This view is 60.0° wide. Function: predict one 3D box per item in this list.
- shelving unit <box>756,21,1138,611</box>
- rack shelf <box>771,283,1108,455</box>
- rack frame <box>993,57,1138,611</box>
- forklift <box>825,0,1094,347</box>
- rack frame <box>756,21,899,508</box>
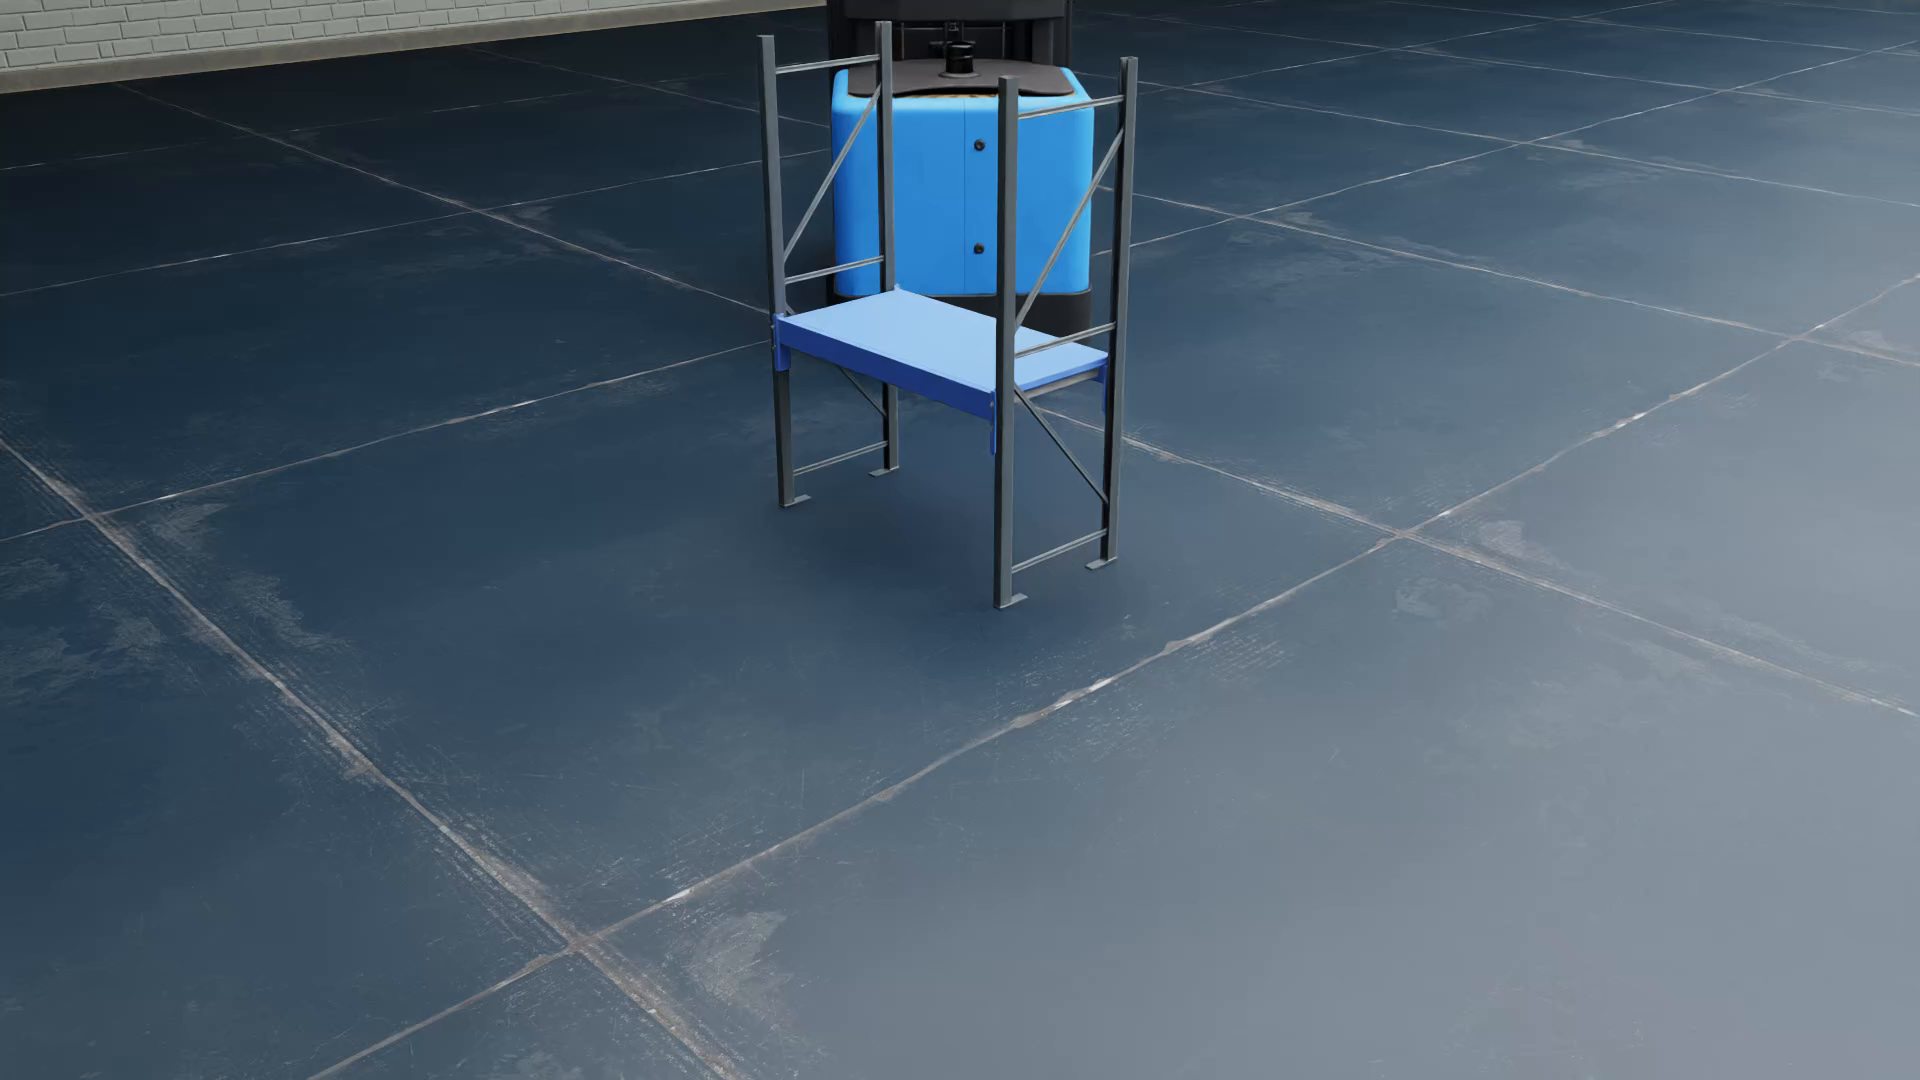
[{"bbox_3d":[-0.058,-0.708,4.995,0.538,1.500,1.048,-21,32,-38],"label":"shelving unit"},{"bbox_3d":[-0.058,-0.545,5.070,0.538,0.185,1.000,-21,32,-38],"label":"rack shelf"},{"bbox_3d":[0.289,-0.554,4.658,0.500,1.500,0.032,-21,32,-38],"label":"rack frame"},{"bbox_3d":[-0.062,-2.653,7.535,1.130,2.935,3.031,-1,25,-3],"label":"forklift"},{"bbox_3d":[-0.406,-0.862,5.333,0.500,1.500,0.032,-21,32,-38],"label":"rack frame"}]
